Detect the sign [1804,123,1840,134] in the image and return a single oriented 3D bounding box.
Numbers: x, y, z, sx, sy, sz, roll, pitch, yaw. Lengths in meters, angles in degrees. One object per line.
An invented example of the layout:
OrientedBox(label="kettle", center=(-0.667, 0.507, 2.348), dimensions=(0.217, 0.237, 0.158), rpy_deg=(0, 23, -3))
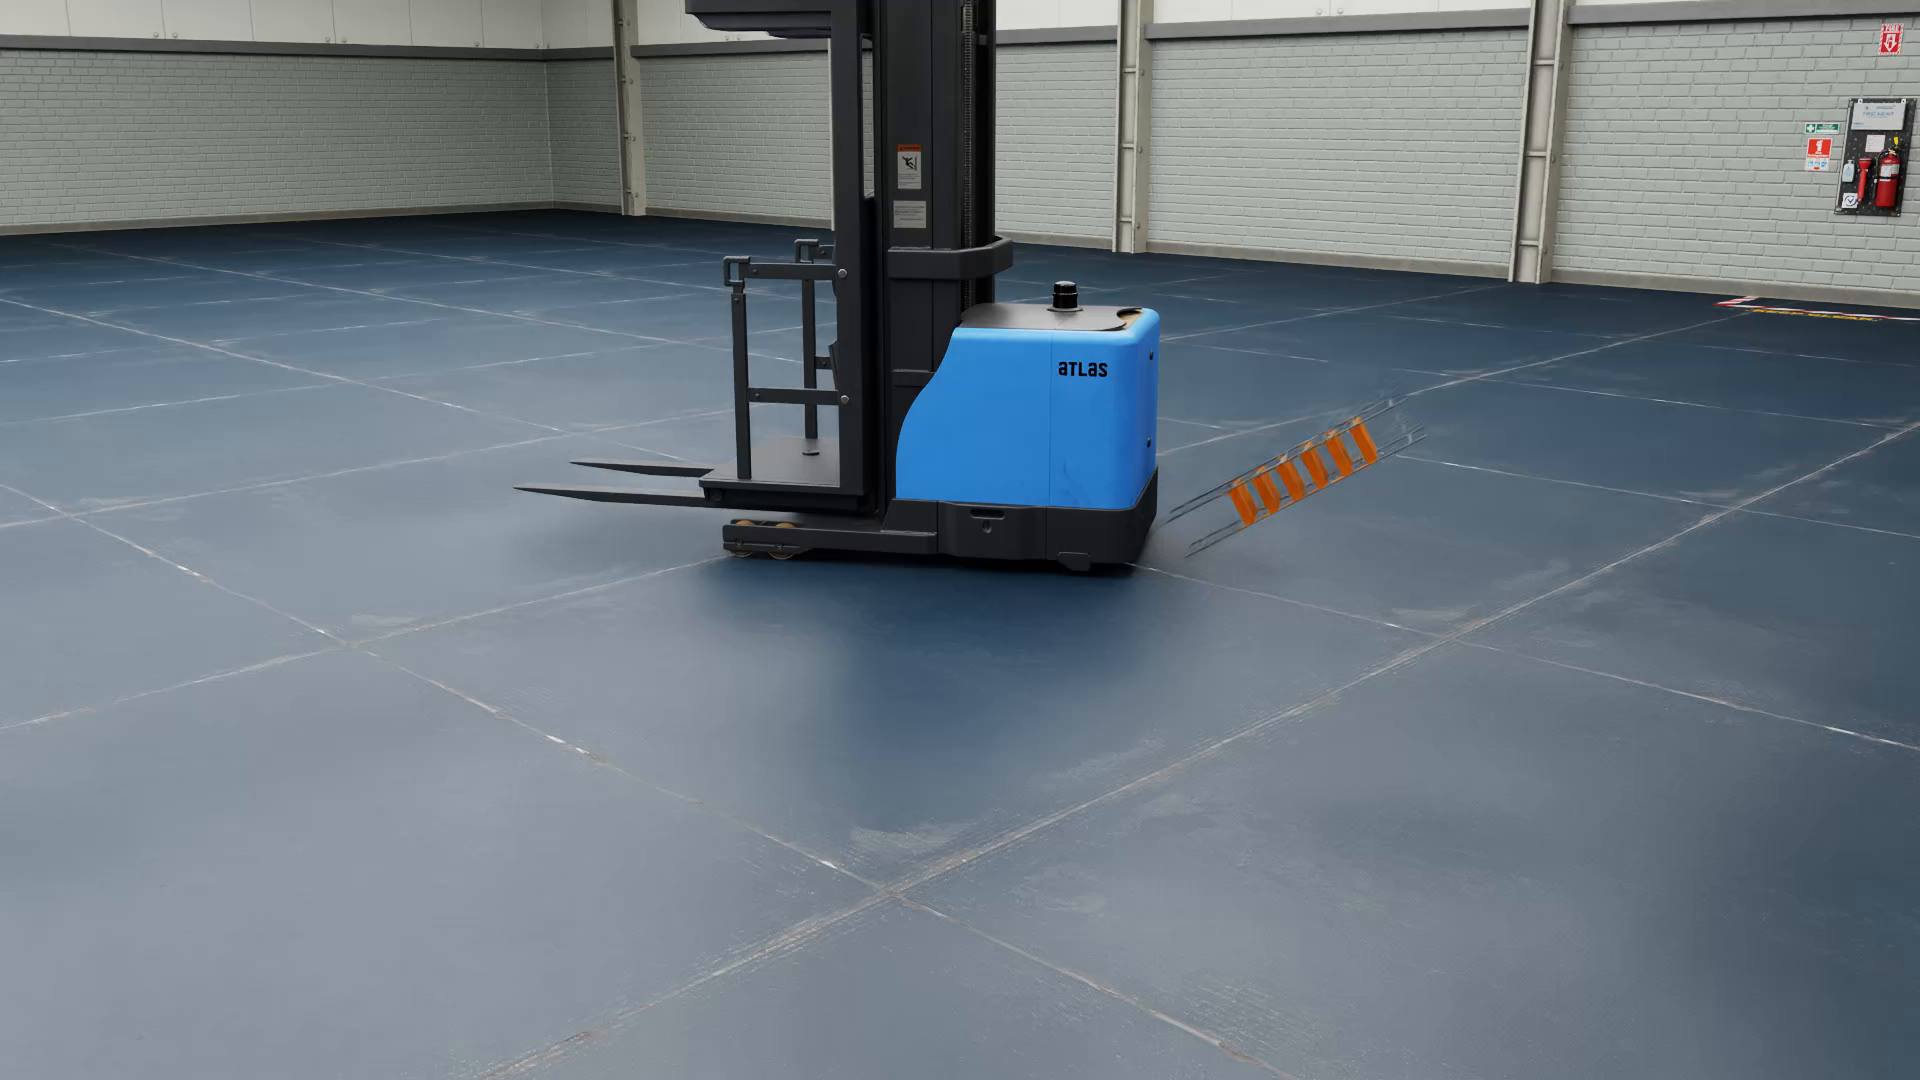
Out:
OrientedBox(label="sign", center=(8.975, -4.287, 17.314), dimensions=(0.331, 0.109, 0.001), rpy_deg=(14, 20, 42))

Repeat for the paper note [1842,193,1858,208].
OrientedBox(label="paper note", center=(9.225, -3.517, 17.230), dimensions=(0.142, 0.148, 0.016), rpy_deg=(14, 20, 42))

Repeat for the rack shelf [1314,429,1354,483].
OrientedBox(label="rack shelf", center=(1.676, -0.383, 7.447), dimensions=(0.103, 0.180, 0.258), rpy_deg=(-28, 6, 19))

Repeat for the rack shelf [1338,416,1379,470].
OrientedBox(label="rack shelf", center=(1.777, -0.436, 7.408), dimensions=(0.103, 0.180, 0.258), rpy_deg=(-28, 6, 19))

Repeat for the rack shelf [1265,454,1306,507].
OrientedBox(label="rack shelf", center=(1.476, -0.276, 7.523), dimensions=(0.103, 0.180, 0.258), rpy_deg=(-28, 6, 19))

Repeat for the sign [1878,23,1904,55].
OrientedBox(label="sign", center=(9.367, -5.041, 16.734), dimensions=(0.199, 0.298, 0.001), rpy_deg=(14, 20, 42))

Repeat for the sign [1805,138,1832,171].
OrientedBox(label="sign", center=(8.978, -4.033, 17.390), dimensions=(0.234, 0.329, 0.001), rpy_deg=(14, 20, 42))

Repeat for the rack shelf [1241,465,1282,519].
OrientedBox(label="rack shelf", center=(1.375, -0.222, 7.561), dimensions=(0.103, 0.180, 0.258), rpy_deg=(-28, 6, 19))

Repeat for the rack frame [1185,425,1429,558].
OrientedBox(label="rack frame", center=(1.558, -0.217, 7.518), dimensions=(1.200, 0.006, 0.240), rpy_deg=(-28, 6, 19))

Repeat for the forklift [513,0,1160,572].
OrientedBox(label="forklift", center=(-0.611, -1.454, 7.699), dimensions=(3.031, 2.935, 1.130), rpy_deg=(3, 15, 13))

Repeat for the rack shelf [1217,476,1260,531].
OrientedBox(label="rack shelf", center=(1.275, -0.169, 7.600), dimensions=(0.103, 0.180, 0.258), rpy_deg=(-28, 6, 19))

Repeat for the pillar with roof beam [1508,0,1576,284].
OrientedBox(label="pillar with roof beam", center=(3.749, -6.633, 15.540), dimensions=(0.400, 9.000, 9.100), rpy_deg=(14, 20, 42))

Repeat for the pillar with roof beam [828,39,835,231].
OrientedBox(label="pillar with roof beam", center=(-4.889, -8.733, 23.600), dimensions=(0.400, 9.000, 9.100), rpy_deg=(14, 20, 42))

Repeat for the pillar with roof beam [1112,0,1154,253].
OrientedBox(label="pillar with roof beam", center=(-0.570, -7.683, 19.570), dimensions=(0.400, 9.000, 9.100), rpy_deg=(14, 20, 42))

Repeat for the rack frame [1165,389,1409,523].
OrientedBox(label="rack frame", center=(1.467, -0.374, 7.500), dimensions=(1.200, 0.006, 0.240), rpy_deg=(-28, 6, 19))

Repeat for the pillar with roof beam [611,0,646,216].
OrientedBox(label="pillar with roof beam", center=(-9.208, -9.783, 27.630), dimensions=(0.400, 9.000, 9.100), rpy_deg=(14, 20, 42))

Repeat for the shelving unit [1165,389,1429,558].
OrientedBox(label="shelving unit", center=(1.513, -0.296, 7.509), dimensions=(1.200, 0.189, 0.258), rpy_deg=(-28, 6, 19))

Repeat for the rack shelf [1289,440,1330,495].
OrientedBox(label="rack shelf", center=(1.576, -0.329, 7.485), dimensions=(0.103, 0.180, 0.258), rpy_deg=(-28, 6, 19))

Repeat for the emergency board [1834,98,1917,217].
OrientedBox(label="emergency board", center=(9.304, -3.900, 16.952), dimensions=(0.643, 1.169, 0.194), rpy_deg=(14, 20, 42))
